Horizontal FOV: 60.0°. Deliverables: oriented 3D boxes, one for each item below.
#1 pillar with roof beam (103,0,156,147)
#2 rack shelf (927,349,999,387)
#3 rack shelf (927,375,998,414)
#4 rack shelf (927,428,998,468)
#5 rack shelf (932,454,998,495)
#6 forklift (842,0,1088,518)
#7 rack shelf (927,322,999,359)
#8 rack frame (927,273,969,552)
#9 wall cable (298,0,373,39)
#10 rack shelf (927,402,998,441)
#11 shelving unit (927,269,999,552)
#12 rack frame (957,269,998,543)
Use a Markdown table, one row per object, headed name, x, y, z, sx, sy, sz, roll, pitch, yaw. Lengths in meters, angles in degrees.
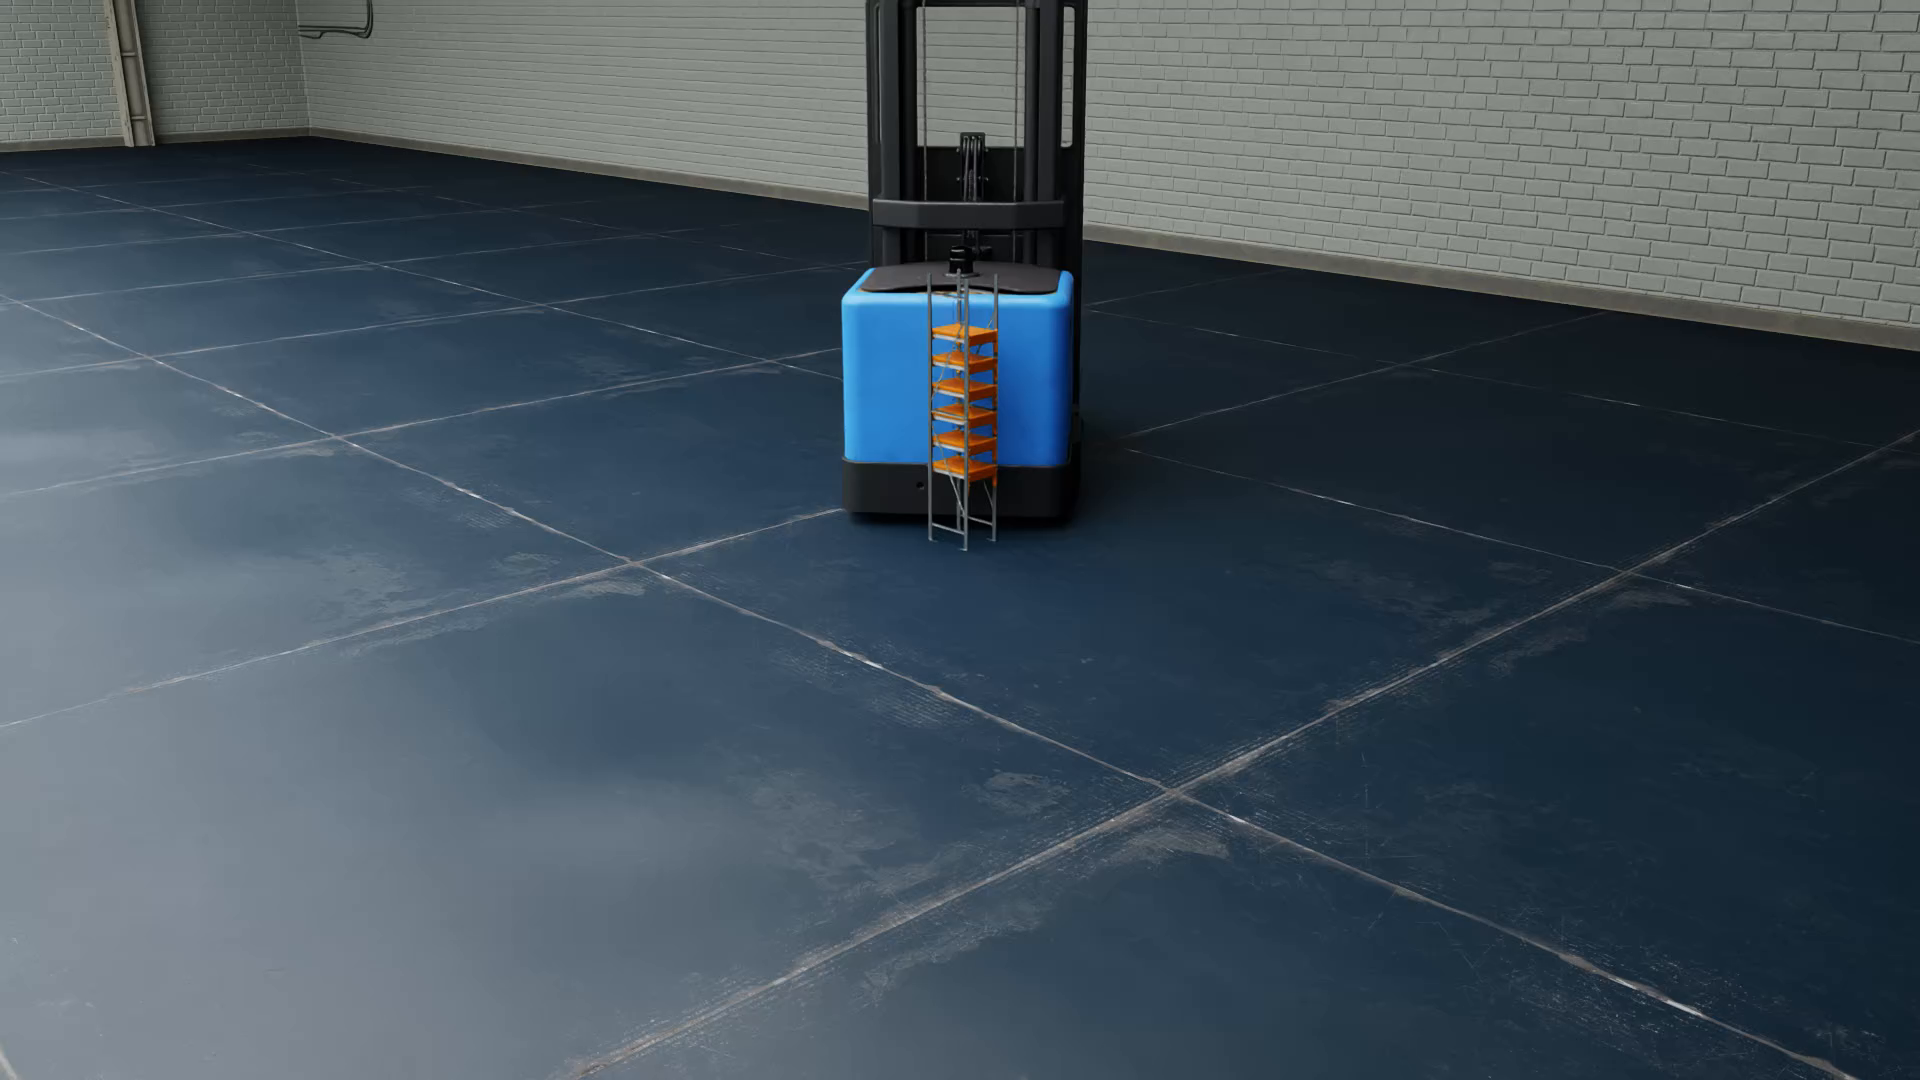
| name | x | y | z | sx | sy | sz | roll | pitch | yaw |
| --- | --- | --- | --- | --- | --- | --- | --- | --- | --- |
| pillar with roof beam | -10.800 | -9.937 | 23.542 | 0.400 | 9.000 | 9.100 | -16 | 24 | -41 |
| rack shelf | 0.012 | -0.749 | 7.213 | 0.258 | 0.103 | 0.180 | 17 | 24 | 41 |
| rack shelf | 0.011 | -0.635 | 7.251 | 0.258 | 0.103 | 0.180 | 17 | 24 | 41 |
| rack shelf | 0.011 | -0.407 | 7.325 | 0.258 | 0.103 | 0.180 | 17 | 24 | 41 |
| rack shelf | 0.011 | -0.293 | 7.363 | 0.258 | 0.103 | 0.180 | 17 | 24 | 41 |
| forklift | 0.103 | -1.904 | 8.605 | 1.130 | 2.935 | 3.031 | 2 | 18 | 5 |
| rack shelf | 0.012 | -0.863 | 7.176 | 0.258 | 0.103 | 0.180 | 17 | 24 | 41 |
| rack frame | -0.052 | -0.542 | 7.211 | 0.240 | 1.200 | 0.006 | 17 | 24 | 41 |
| wall cable | -10.709 | -9.752 | 28.008 | 0.112 | 2.526 | 3.097 | -16 | 24 | -41 |
| rack shelf | 0.011 | -0.521 | 7.288 | 0.258 | 0.103 | 0.180 | 17 | 24 | 41 |
| shelving unit | 0.011 | -0.563 | 7.274 | 0.258 | 1.200 | 0.189 | 17 | 24 | 41 |
| rack frame | 0.074 | -0.584 | 7.337 | 0.240 | 1.200 | 0.006 | 17 | 24 | 41 |
